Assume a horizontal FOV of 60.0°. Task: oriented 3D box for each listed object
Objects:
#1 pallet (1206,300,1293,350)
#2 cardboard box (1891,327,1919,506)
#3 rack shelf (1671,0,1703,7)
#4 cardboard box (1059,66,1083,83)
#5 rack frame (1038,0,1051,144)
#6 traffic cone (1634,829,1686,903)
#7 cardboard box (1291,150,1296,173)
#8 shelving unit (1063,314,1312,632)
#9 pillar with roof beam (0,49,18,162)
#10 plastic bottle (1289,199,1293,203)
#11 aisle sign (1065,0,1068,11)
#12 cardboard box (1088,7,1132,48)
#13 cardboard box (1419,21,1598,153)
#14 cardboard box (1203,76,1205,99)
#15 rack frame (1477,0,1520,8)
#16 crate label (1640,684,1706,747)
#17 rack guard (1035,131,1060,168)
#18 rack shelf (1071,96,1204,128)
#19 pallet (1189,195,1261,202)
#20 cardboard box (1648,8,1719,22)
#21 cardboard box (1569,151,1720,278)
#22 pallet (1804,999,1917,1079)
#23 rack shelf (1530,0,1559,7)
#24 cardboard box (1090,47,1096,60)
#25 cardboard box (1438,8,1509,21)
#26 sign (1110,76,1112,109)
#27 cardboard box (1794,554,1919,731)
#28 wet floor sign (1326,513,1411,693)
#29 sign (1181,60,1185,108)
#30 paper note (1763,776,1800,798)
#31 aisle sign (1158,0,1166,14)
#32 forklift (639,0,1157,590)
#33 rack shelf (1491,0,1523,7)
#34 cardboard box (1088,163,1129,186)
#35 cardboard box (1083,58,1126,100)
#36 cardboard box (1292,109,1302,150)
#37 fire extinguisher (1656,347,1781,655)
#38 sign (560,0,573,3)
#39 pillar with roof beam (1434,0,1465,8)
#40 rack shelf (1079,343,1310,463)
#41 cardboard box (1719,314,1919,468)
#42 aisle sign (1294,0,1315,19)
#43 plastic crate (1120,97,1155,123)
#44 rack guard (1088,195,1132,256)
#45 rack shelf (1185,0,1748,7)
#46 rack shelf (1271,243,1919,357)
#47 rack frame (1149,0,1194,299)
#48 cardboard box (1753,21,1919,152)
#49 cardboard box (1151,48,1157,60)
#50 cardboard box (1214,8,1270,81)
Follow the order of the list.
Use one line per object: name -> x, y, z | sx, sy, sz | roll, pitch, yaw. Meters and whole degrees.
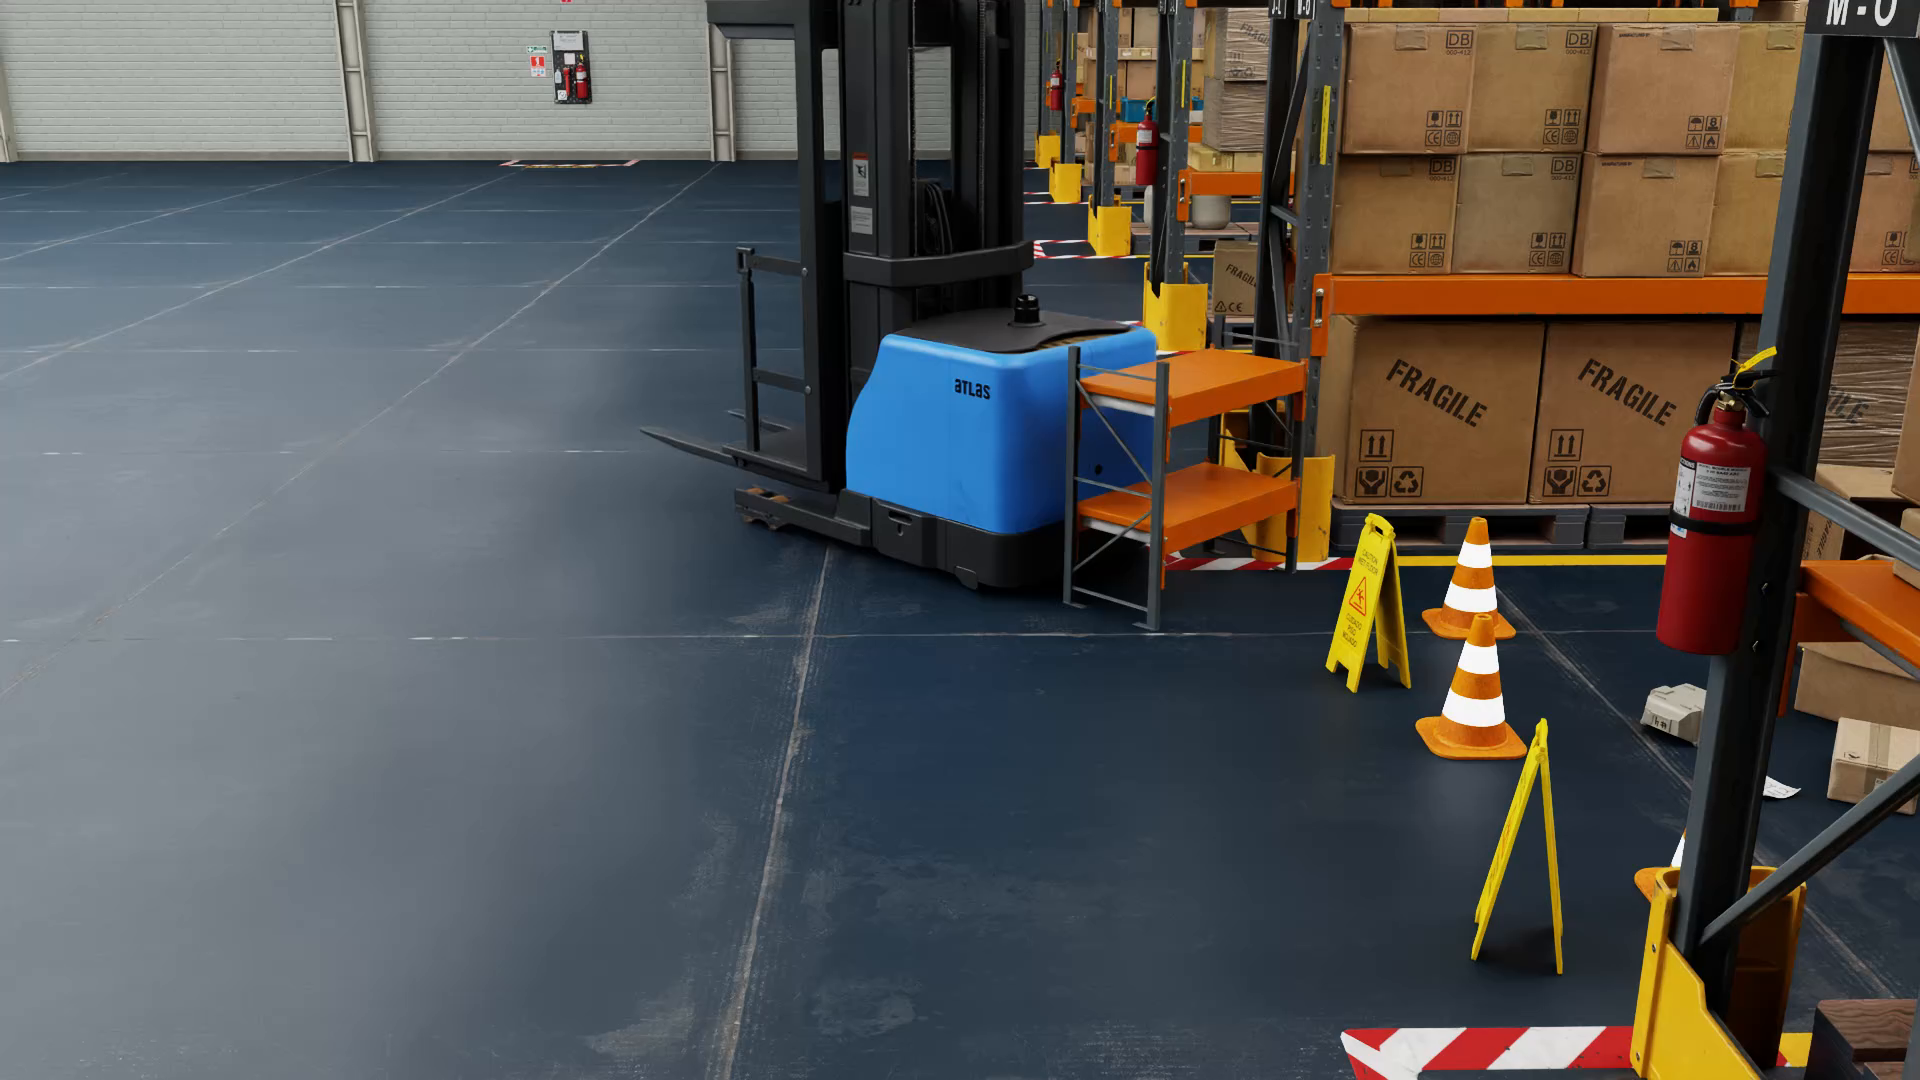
pallet -> 2.477, -1.684, 12.953 | 1.213, 0.211, 1.003 | 0, 18, -1
cardboard box -> 2.283, -0.268, 3.322 | 0.500, 0.500, 0.500 | -1, 18, -2
rack shelf -> 11.435, -7.178, 21.781 | 4.000, 0.370, 1.077 | 0, 18, -1
cardboard box -> 1.847, -7.401, 26.420 | 0.500, 0.250, 0.500 | -1, 18, -2
rack frame -> 1.354, -7.557, 26.695 | 0.127, 3.000, 1.000 | 0, 18, -1
traffic cone -> 2.155, 0.820, 4.734 | 0.334, 0.463, 0.336 | 0, 18, -1
cardboard box -> 2.378, -2.820, 12.338 | 0.250, 0.149, 0.380 | 0, 18, -1
shelving unit -> 0.990, -0.325, 7.218 | 0.538, 1.125, 1.048 | 16, 24, 42
pillar with roof beam -> -15.890, -9.280, 22.244 | 0.400, 9.000, 9.100 | 0, 18, -1
plastic bottle -> 3.592, -3.580, 18.034 | 0.135, 0.276, 0.152 | 0, 18, 0
aisle sign -> 1.375, -7.188, 21.289 | 0.004, 0.787, 0.394 | 0, 18, -1
cardboard box -> 1.956, -6.708, 21.761 | 0.500, 0.500, 0.700 | 0, 18, -1
cardboard box -> 2.486, -2.110, 7.700 | 0.550, 0.550, 0.875 | 0, 18, -1
cardboard box -> 3.451, -6.099, 21.984 | 0.500, 0.500, 0.700 | 0, 18, 1
rack frame -> 5.510, -4.551, 17.323 | 0.127, 3.000, 1.000 | 0, 18, -1
crate label -> 2.582, 0.615, 5.906 | 0.298, 0.136, 0.250 | -10, 20, -29
rack guard -> 1.430, -6.367, 27.078 | 0.348, 0.500, 1.175 | 0, 18, -1
rack shelf -> 3.436, -5.711, 22.119 | 4.000, 0.370, 1.077 | 0, 18, -1
pallet -> 3.417, -4.738, 22.472 | 1.213, 0.211, 1.003 | 0, 18, -1
cardboard box -> 5.142, -3.617, 12.125 | 0.500, 0.500, 0.500 | 0, 18, -1
cardboard box -> 3.048, -1.564, 7.767 | 0.550, 0.550, 0.875 | 0, 18, -1
pallet -> 2.634, 1.342, 3.518 | 1.213, 0.211, 1.003 | 0, 18, -1
rack shelf -> 7.353, -8.672, 26.437 | 4.000, 0.370, 1.077 | 0, 18, -1
cardboard box -> 1.832, -6.337, 21.665 | 0.250, 0.149, 0.380 | 0, 18, -1
cardboard box -> 3.643, -3.611, 12.106 | 0.500, 0.500, 0.500 | 0, 18, -1
sign -> 1.515, -4.495, 16.697 | 0.005, 0.325, 0.100 | 0, 18, -1
cardboard box -> 3.461, 0.415, 5.930 | 0.637, 0.503, 0.797 | -15, 23, -39
wet floor sign -> 1.568, 0.223, 6.297 | 0.232, 0.644, 0.267 | -3, 18, -10
sign -> 1.597, -3.265, 11.898 | 0.005, 0.325, 0.100 | 0, 18, -1
paper note -> 2.659, 0.809, 5.475 | 0.142, 0.019, 0.148 | -7, 19, -20
aisle sign -> 1.522, -4.348, 12.435 | 0.004, 0.787, 0.394 | 0, 18, -1
forklift -> -0.487, -1.547, 8.070 | 1.130, 2.935, 3.031 | -17, 24, -42
rack shelf -> 7.510, -5.646, 17.005 | 4.000, 0.370, 1.077 | 0, 18, -1
cardboard box -> 1.976, -4.870, 22.131 | 0.500, 0.250, 0.500 | 0, 18, -1
cardboard box -> 1.903, -6.090, 21.958 | 0.500, 0.500, 0.700 | 0, 18, -1
cardboard box -> 2.637, -3.241, 12.590 | 0.500, 0.500, 0.875 | 0, 18, -1
fire extinguisher -> 1.623, -0.095, 3.561 | 0.183, 0.674, 0.296 | 0, 18, -1
sign -> -6.440, -8.930, 27.179 | 0.199, 0.298, 0.001 | 0, 18, -1
pillar with roof beam -> 8.107, -9.396, 22.604 | 0.400, 9.000, 9.100 | 0, 18, -1
rack shelf -> 0.990, -0.604, 7.129 | 0.538, 0.278, 1.000 | 16, 24, 42
cardboard box -> 4.034, -0.724, 8.184 | 0.875, 0.875, 0.875 | 0, 18, 0
aisle sign -> 1.500, -2.649, 7.140 | 0.004, 0.787, 0.394 | 0, 18, -1
plastic crate -> 2.006, -4.554, 17.578 | 0.616, 0.251, 0.499 | 0, 18, -1
rack guard -> 1.586, -3.356, 17.691 | 0.348, 0.500, 1.175 | 0, 18, -1
rack shelf -> 3.588, -4.114, 12.229 | 4.000, 0.370, 1.077 | 0, 18, -1
rack shelf -> 3.566, -1.170, 7.963 | 4.000, 0.370, 1.077 | 0, 18, -1
rack frame -> 1.589, -3.019, 12.547 | 0.127, 3.000, 1.000 | 0, 18, -1
cardboard box -> 4.106, -2.118, 7.727 | 0.550, 0.550, 0.875 | 0, 18, -1
cardboard box -> 2.597, -6.340, 21.676 | 0.250, 0.149, 0.380 | -1, 18, -2
cardboard box -> 2.143, -3.603, 12.083 | 0.500, 0.500, 0.500 | 0, 18, -1
